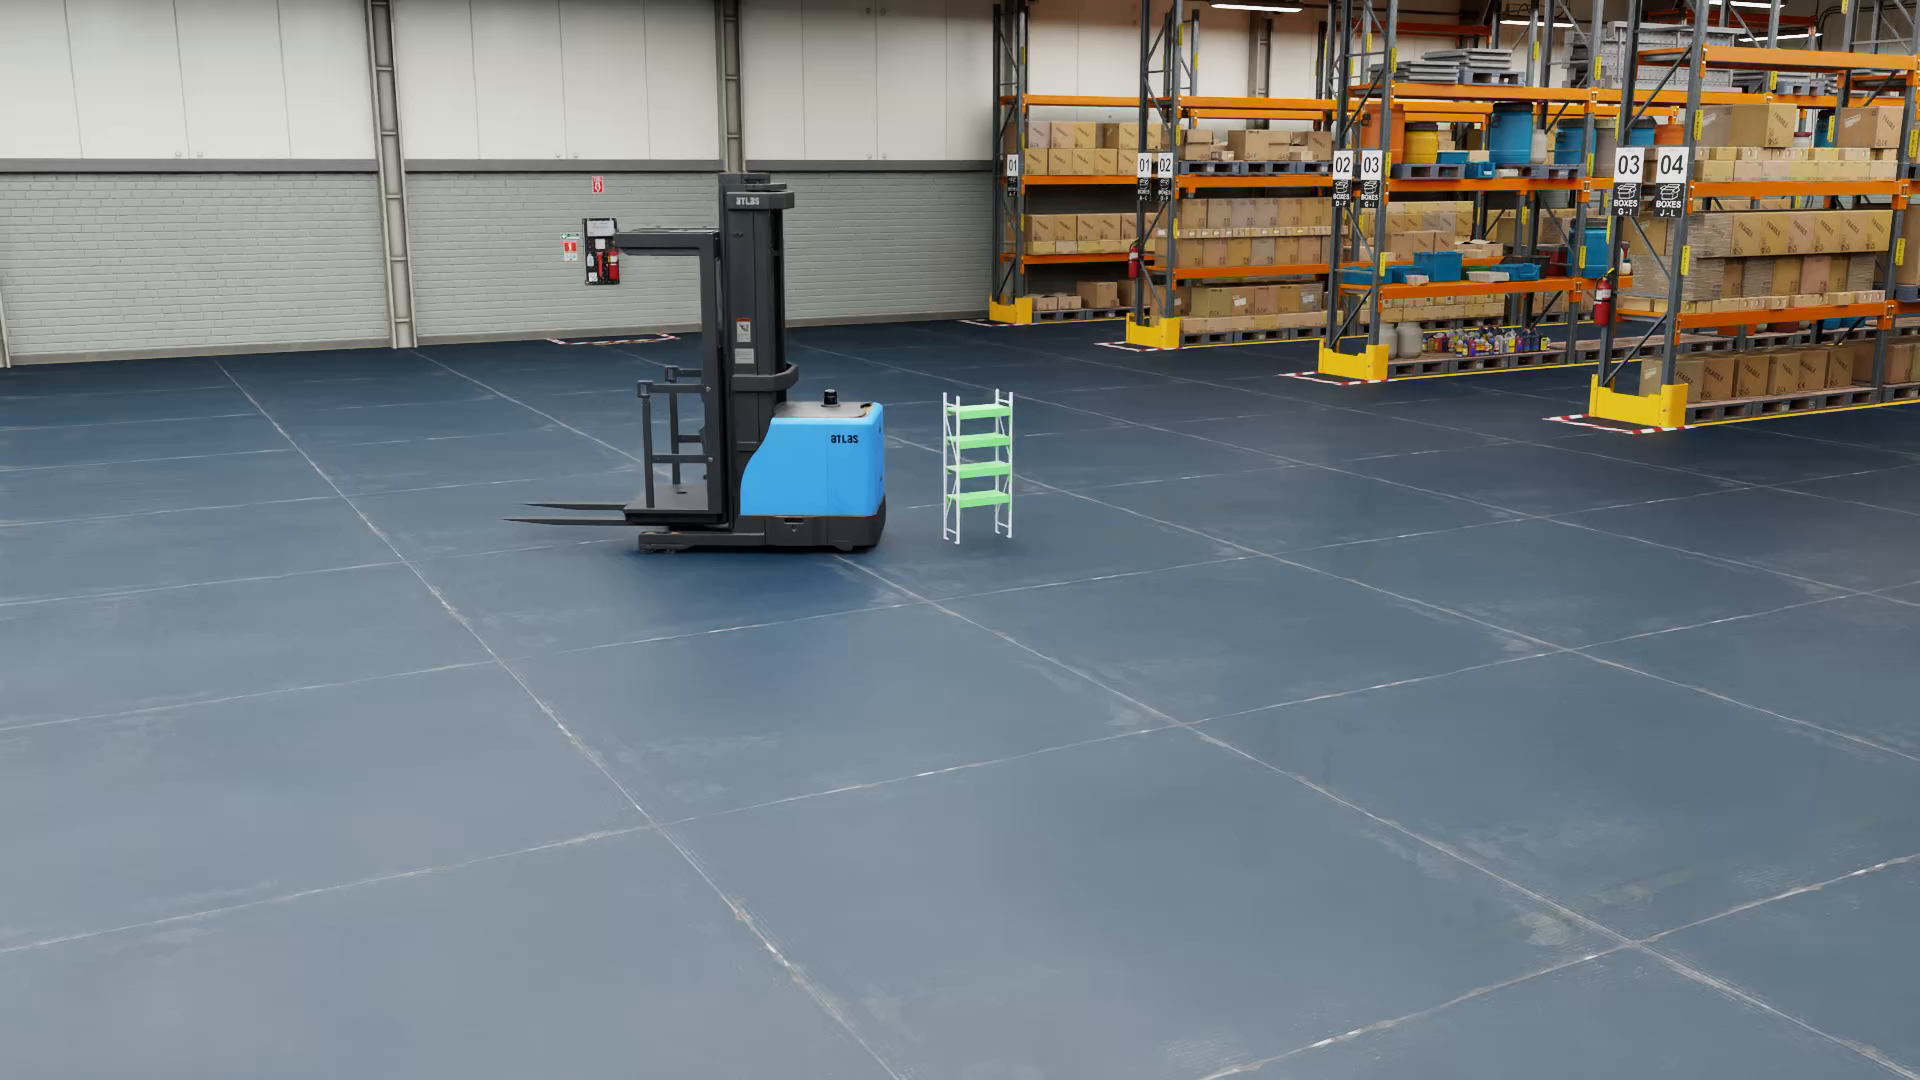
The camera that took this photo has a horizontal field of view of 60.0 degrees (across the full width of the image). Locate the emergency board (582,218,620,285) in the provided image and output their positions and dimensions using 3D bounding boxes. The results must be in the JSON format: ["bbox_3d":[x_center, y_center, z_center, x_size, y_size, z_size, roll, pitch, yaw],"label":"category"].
[{"bbox_3d":[-6.329,-5.107,29.471,0.643,1.169,0.194,-7,14,-28],"label":"emergency board"}]

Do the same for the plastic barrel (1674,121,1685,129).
[{"bbox_3d":[11.869,-6.346,27.004,0.600,0.901,0.600,0,13,0],"label":"plastic barrel"}]

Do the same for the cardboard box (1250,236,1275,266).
[{"bbox_3d":[5.075,-5.055,29.012,0.500,0.500,0.700,-6,14,-26],"label":"cardboard box"}]

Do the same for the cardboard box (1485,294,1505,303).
[{"bbox_3d":[9.982,-4.673,31.568,0.500,0.311,0.500,-6,14,-26],"label":"cardboard box"}]

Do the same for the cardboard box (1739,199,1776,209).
[{"bbox_3d":[16.644,-6.863,34.768,0.500,0.500,0.500,-6,14,-26],"label":"cardboard box"}]

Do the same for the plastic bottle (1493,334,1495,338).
[{"bbox_3d":[8.108,-2.978,25.196,0.133,0.283,0.061,-7,14,-28],"label":"plastic bottle"}]

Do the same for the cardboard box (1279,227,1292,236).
[{"bbox_3d":[5.562,-5.379,28.975,0.250,0.149,0.380,-6,14,-26],"label":"cardboard box"}]

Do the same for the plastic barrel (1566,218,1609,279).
[{"bbox_3d":[9.667,-4.489,25.583,0.708,0.901,0.600,-7,14,-28],"label":"plastic barrel"}]

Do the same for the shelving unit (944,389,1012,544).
[{"bbox_3d":[0.145,-0.603,13.555,0.503,1.200,0.258,-7,14,-28],"label":"shelving unit"}]

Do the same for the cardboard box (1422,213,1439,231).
[{"bbox_3d":[10.286,-7.013,36.988,0.500,0.500,0.500,-7,14,-28],"label":"cardboard box"}]

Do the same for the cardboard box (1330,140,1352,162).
[{"bbox_3d":[8.337,-8.380,35.953,0.500,0.500,0.700,-8,15,-32],"label":"cardboard box"}]

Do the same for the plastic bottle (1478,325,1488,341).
[{"bbox_3d":[8.110,-3.160,25.849,0.185,0.351,0.144,-8,15,-30],"label":"plastic bottle"}]

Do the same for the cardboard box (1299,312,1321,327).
[{"bbox_3d":[6.067,-3.939,29.587,0.500,0.250,0.500,-7,14,-28],"label":"cardboard box"}]

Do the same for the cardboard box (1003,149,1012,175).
[{"bbox_3d":[1.170,-7.365,32.400,0.500,0.500,0.500,-6,14,-24],"label":"cardboard box"}]

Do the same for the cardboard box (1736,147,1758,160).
[{"bbox_3d":[9.108,-4.530,19.508,0.250,0.149,0.380,-6,14,-26],"label":"cardboard box"}]

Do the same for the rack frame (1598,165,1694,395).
[{"bbox_3d":[8.045,-2.887,19.605,0.127,3.000,1.000,-7,14,-28],"label":"rack frame"}]

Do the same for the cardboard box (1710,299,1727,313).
[{"bbox_3d":[8.865,-2.794,19.767,0.250,0.149,0.380,-7,14,-28],"label":"cardboard box"}]

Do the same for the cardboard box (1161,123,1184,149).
[{"bbox_3d":[4.126,-8.076,33.281,0.500,0.500,0.500,-8,15,-33],"label":"cardboard box"}]

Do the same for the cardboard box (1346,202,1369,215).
[{"bbox_3d":[8.494,-7.163,35.947,0.500,0.250,0.500,-6,14,-27],"label":"cardboard box"}]

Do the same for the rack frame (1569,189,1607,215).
[{"bbox_3d":[14.969,-7.434,39.810,0.127,3.000,1.000,-7,14,-28],"label":"rack frame"}]

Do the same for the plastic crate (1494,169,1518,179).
[{"bbox_3d":[7.968,-5.350,24.320,0.396,0.136,0.243,-7,14,-28],"label":"plastic crate"}]

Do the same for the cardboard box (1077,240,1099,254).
[{"bbox_3d":[2.405,-5.787,32.789,0.500,0.250,0.500,-7,15,-29],"label":"cardboard box"}]

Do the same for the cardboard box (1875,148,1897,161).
[{"bbox_3d":[11.409,-4.803,20.719,0.250,0.149,0.380,-6,14,-26],"label":"cardboard box"}]

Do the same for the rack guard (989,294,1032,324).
[{"bbox_3d":[0.992,-4.539,32.640,0.348,0.500,1.175,-7,14,-28],"label":"rack guard"}]

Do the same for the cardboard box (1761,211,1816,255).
[{"bbox_3d":[9.975,-3.732,20.177,0.500,0.500,0.500,-7,14,-28],"label":"cardboard box"}]

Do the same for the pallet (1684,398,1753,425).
[{"bbox_3d":[8.842,-1.613,20.297,1.213,0.211,1.003,-7,14,-28],"label":"pallet"}]

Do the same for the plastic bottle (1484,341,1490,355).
[{"bbox_3d":[7.888,-2.879,24.940,0.097,0.201,0.097,0,13,0],"label":"plastic bottle"}]

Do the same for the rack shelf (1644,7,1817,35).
[{"bbox_3d":[15.590,-10.467,33.690,4.000,0.370,1.077,-7,14,-28],"label":"rack shelf"}]

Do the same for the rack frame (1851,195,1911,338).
[{"bbox_3d":[16.205,-5.104,29.456,0.127,3.000,1.000,-7,14,-28],"label":"rack frame"}]

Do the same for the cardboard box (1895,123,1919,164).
[{"bbox_3d":[12.016,-5.057,21.223,0.637,0.503,0.797,-8,15,-31],"label":"cardboard box"}]

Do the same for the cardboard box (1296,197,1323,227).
[{"bbox_3d":[5.984,-5.798,29.356,0.500,0.500,0.700,-7,14,-28],"label":"cardboard box"}]

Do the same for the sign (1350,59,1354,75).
[{"bbox_3d":[8.216,-9.910,34.840,0.005,0.325,0.100,-7,14,-28],"label":"sign"}]

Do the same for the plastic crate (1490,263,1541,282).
[{"bbox_3d":[8.342,-4.021,24.983,0.616,0.251,0.499,-7,14,-28],"label":"plastic crate"}]

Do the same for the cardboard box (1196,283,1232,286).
[{"bbox_3d":[4.501,-4.248,29.249,0.500,0.500,0.500,-7,14,-28],"label":"cardboard box"}]

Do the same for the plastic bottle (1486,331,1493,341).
[{"bbox_3d":[8.206,-3.102,25.775,0.097,0.271,0.097,0,13,0],"label":"plastic bottle"}]

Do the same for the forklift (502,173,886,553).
[{"bbox_3d":[-2.155,-1.441,13.337,3.031,2.935,1.130,1,13,2],"label":"forklift"}]

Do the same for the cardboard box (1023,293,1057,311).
[{"bbox_3d":[1.576,-4.709,32.824,0.500,0.311,0.500,-9,15,-34],"label":"cardboard box"}]

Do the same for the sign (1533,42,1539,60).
[{"bbox_3d":[10.593,-8.991,30.578,0.005,0.325,0.100,-7,14,-28],"label":"sign"}]

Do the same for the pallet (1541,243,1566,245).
[{"bbox_3d":[12.029,-5.750,32.764,1.213,0.211,1.003,-7,14,-28],"label":"pallet"}]

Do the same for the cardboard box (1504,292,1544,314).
[{"bbox_3d":[10.860,-4.626,32.024,0.500,0.500,0.500,-6,14,-25],"label":"cardboard box"}]

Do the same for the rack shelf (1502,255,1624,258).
[{"bbox_3d":[12.079,-5.498,32.844,4.000,0.370,1.077,-7,14,-28],"label":"rack shelf"}]

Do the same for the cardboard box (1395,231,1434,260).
[{"bbox_3d":[8.397,-5.452,30.774,0.500,0.500,0.500,-7,14,-28],"label":"cardboard box"}]

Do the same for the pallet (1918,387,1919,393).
[{"bbox_3d":[13.311,-2.159,22.721,1.213,0.211,1.003,-7,14,-28],"label":"pallet"}]

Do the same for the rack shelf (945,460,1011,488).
[{"bbox_3d":[0.145,-0.540,13.569,0.480,0.148,0.258,-7,14,-28],"label":"rack shelf"}]

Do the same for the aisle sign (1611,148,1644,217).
[{"bbox_3d":[7.847,-4.207,19.548,0.004,0.787,0.394,-7,14,-28],"label":"aisle sign"}]

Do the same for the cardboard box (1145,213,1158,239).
[{"bbox_3d":[3.734,-6.311,33.408,0.500,0.500,0.500,-7,14,-28],"label":"cardboard box"}]

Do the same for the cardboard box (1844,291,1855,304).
[{"bbox_3d":[11.036,-3.067,20.976,0.250,0.149,0.380,-7,14,-28],"label":"cardboard box"}]

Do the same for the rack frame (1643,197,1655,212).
[{"bbox_3d":[13.835,-6.059,33.700,0.127,3.000,1.000,-7,14,-28],"label":"rack frame"}]

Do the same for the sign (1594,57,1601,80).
[{"bbox_3d":[9.437,-6.980,24.605,0.005,0.325,0.100,-7,14,-28],"label":"sign"}]

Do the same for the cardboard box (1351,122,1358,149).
[{"bbox_3d":[7.373,-7.235,29.773,0.500,0.500,0.500,-7,14,-27],"label":"cardboard box"}]

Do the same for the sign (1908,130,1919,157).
[{"bbox_3d":[11.823,-4.920,20.628,0.005,0.325,0.100,-7,14,-28],"label":"sign"}]

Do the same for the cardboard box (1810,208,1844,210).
[{"bbox_3d":[11.039,-3.991,21.329,0.500,0.500,0.500,-7,14,-28],"label":"cardboard box"}]

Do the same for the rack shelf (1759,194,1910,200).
[{"bbox_3d":[14.449,-6.006,28.271,4.000,0.370,1.077,-7,14,-28],"label":"rack shelf"}]

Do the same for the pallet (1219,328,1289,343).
[{"bbox_3d":[5.023,-3.652,29.356,1.213,0.211,1.003,-7,14,-28],"label":"pallet"}]
